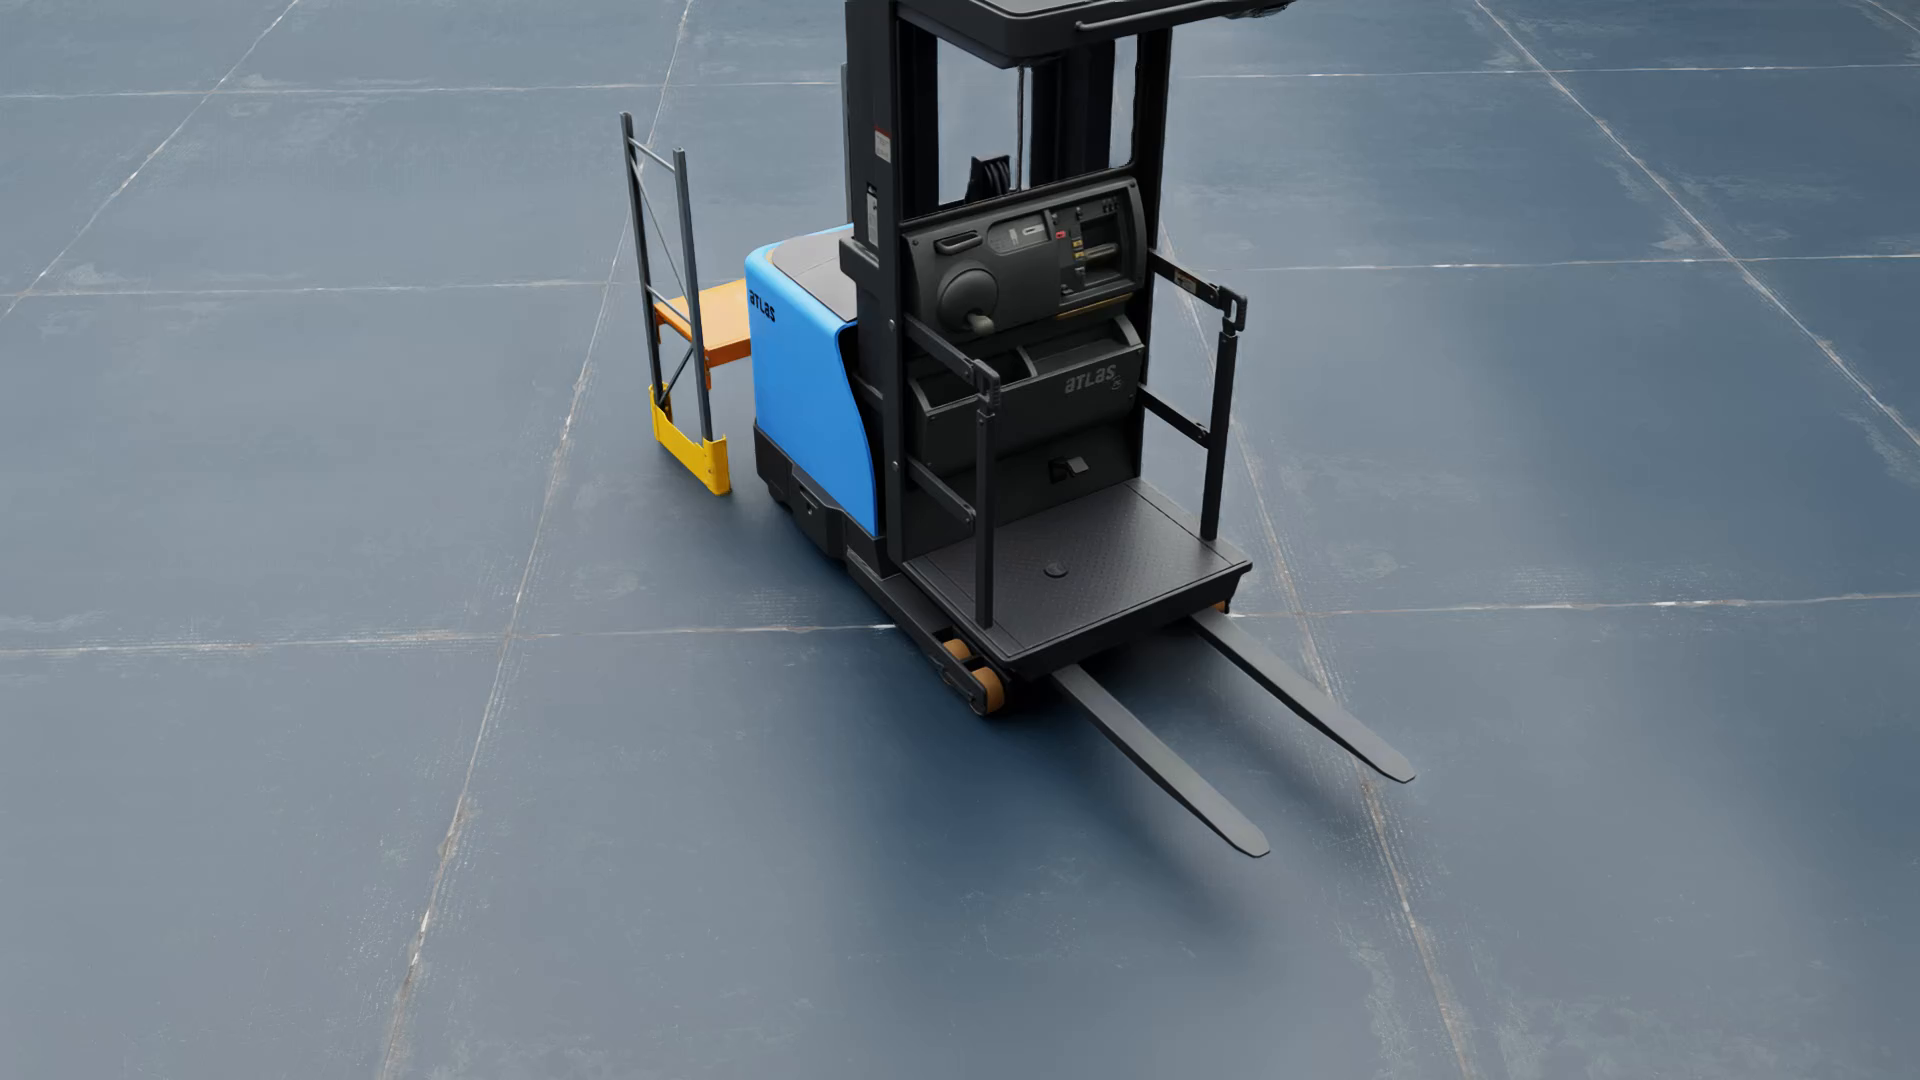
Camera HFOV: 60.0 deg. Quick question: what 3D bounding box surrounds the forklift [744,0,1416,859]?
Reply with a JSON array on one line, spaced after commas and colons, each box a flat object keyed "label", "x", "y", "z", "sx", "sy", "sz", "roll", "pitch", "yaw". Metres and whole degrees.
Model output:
[{"label": "forklift", "x": 0.355, "y": -0.897, "z": 5.471, "sx": 1.130, "sy": 2.935, "sz": 3.031, "roll": -20, "pitch": 39, "yaw": -26}]

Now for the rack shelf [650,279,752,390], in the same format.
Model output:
[{"label": "rack shelf", "x": -0.767, "y": -0.970, "z": 7.150, "sx": 1.000, "sy": 0.185, "sz": 0.538, "roll": -22, "pitch": 40, "yaw": -28}]

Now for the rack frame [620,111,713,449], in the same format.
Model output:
[{"label": "rack frame", "x": -1.184, "y": -0.952, "z": 6.808, "sx": 0.032, "sy": 1.500, "sz": 0.500, "roll": -22, "pitch": 40, "yaw": -28}]

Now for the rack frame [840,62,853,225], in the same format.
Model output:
[{"label": "rack frame", "x": -0.350, "y": -1.284, "z": 7.287, "sx": 0.032, "sy": 1.500, "sz": 0.500, "roll": -22, "pitch": 40, "yaw": -28}]

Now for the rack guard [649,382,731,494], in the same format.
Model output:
[{"label": "rack guard", "x": -1.168, "y": -0.445, "z": 7.173, "sx": 0.087, "sy": 0.250, "sz": 0.587, "roll": -22, "pitch": 40, "yaw": -28}]

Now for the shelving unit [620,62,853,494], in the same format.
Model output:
[{"label": "shelving unit", "x": -0.760, "y": -1.121, "z": 7.052, "sx": 1.083, "sy": 1.500, "sz": 0.587, "roll": -22, "pitch": 40, "yaw": -28}]
